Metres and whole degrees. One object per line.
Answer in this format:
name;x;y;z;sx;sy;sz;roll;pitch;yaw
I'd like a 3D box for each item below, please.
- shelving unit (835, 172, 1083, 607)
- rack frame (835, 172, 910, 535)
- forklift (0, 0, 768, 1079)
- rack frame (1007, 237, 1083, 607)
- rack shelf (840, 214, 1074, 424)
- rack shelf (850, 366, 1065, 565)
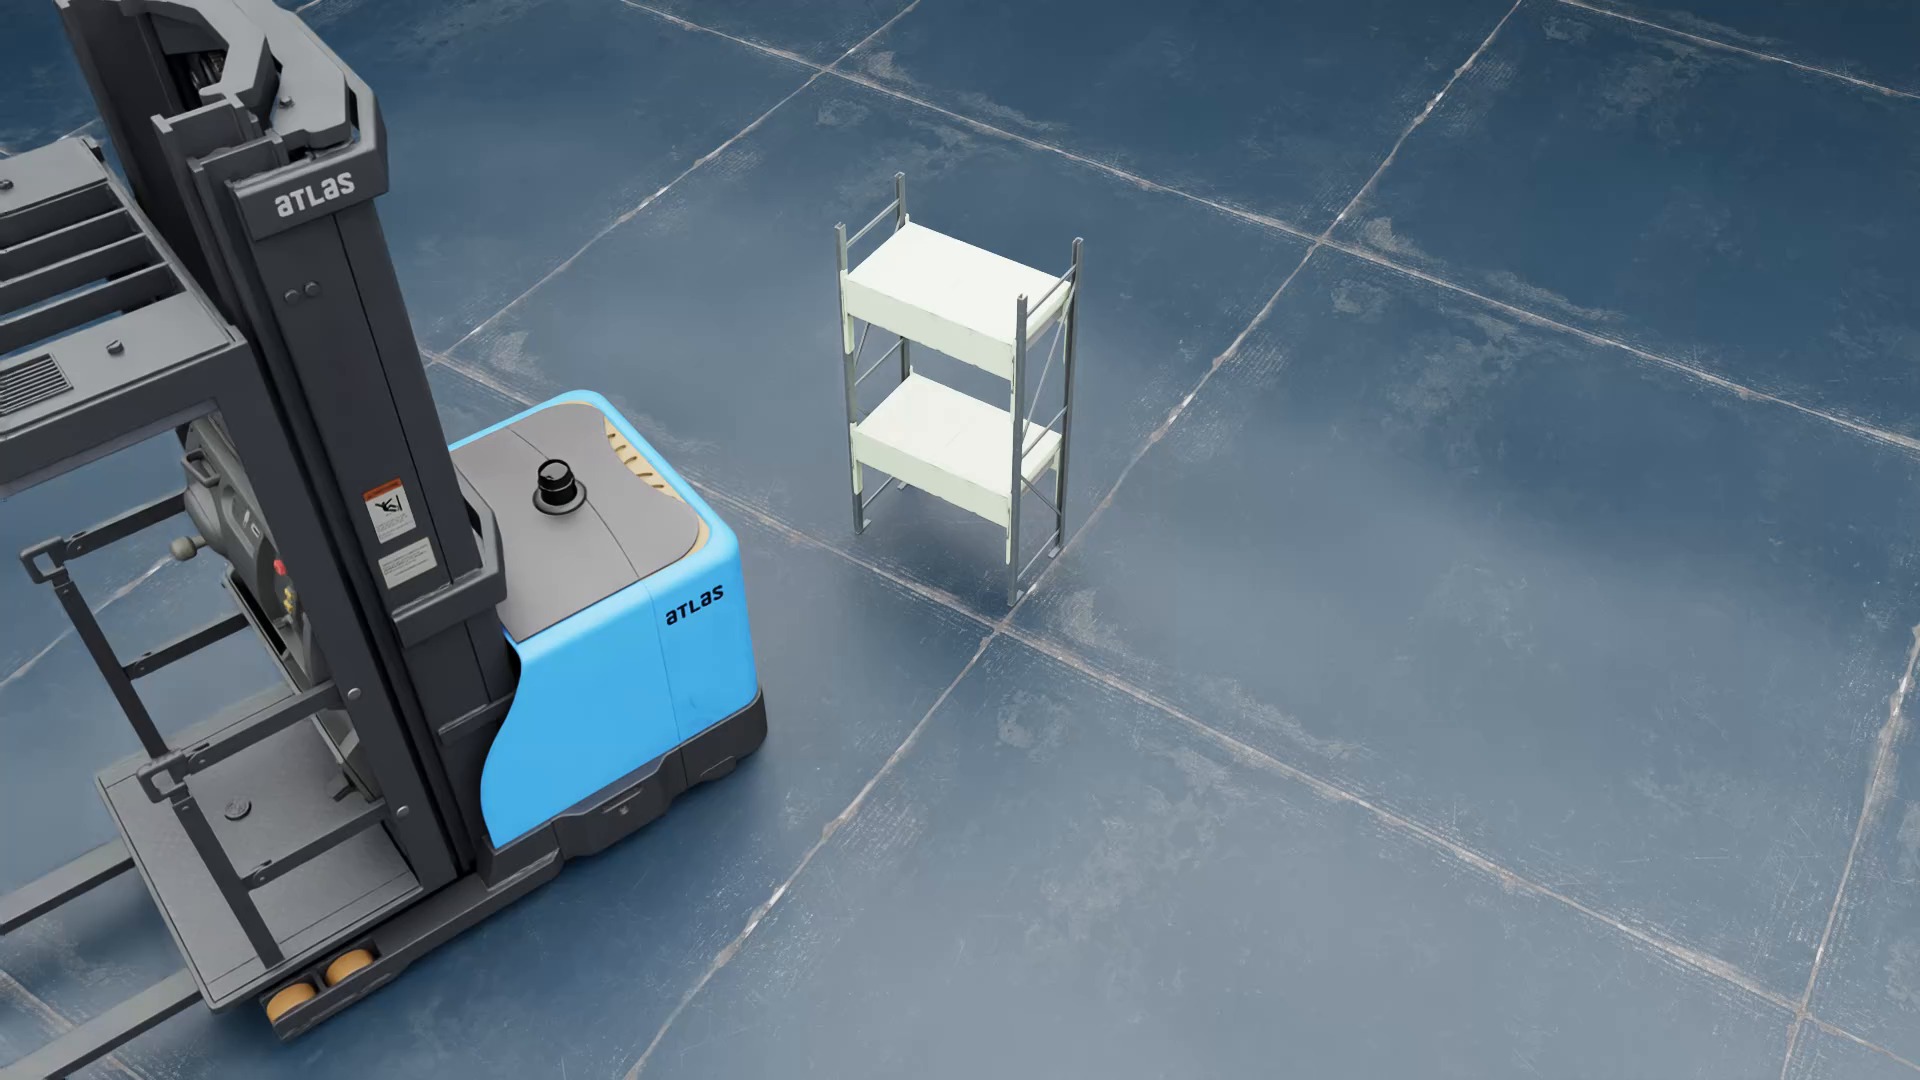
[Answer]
shelving unit;-0.006;-0.525;6.215;0.755;1.500;0.431;25;51;22
rack frame;-0.314;-0.667;6.352;0.023;1.500;0.400;25;51;22
forklift;-2.166;0.101;4.608;3.031;2.935;1.130;-29;53;-25
rack frame;0.302;-0.384;6.077;0.023;1.500;0.400;25;51;22
rack shelf;-0.006;-0.797;5.935;0.720;0.370;0.431;25;51;22
rack shelf;-0.006;-0.298;6.448;0.720;0.370;0.431;25;51;22
